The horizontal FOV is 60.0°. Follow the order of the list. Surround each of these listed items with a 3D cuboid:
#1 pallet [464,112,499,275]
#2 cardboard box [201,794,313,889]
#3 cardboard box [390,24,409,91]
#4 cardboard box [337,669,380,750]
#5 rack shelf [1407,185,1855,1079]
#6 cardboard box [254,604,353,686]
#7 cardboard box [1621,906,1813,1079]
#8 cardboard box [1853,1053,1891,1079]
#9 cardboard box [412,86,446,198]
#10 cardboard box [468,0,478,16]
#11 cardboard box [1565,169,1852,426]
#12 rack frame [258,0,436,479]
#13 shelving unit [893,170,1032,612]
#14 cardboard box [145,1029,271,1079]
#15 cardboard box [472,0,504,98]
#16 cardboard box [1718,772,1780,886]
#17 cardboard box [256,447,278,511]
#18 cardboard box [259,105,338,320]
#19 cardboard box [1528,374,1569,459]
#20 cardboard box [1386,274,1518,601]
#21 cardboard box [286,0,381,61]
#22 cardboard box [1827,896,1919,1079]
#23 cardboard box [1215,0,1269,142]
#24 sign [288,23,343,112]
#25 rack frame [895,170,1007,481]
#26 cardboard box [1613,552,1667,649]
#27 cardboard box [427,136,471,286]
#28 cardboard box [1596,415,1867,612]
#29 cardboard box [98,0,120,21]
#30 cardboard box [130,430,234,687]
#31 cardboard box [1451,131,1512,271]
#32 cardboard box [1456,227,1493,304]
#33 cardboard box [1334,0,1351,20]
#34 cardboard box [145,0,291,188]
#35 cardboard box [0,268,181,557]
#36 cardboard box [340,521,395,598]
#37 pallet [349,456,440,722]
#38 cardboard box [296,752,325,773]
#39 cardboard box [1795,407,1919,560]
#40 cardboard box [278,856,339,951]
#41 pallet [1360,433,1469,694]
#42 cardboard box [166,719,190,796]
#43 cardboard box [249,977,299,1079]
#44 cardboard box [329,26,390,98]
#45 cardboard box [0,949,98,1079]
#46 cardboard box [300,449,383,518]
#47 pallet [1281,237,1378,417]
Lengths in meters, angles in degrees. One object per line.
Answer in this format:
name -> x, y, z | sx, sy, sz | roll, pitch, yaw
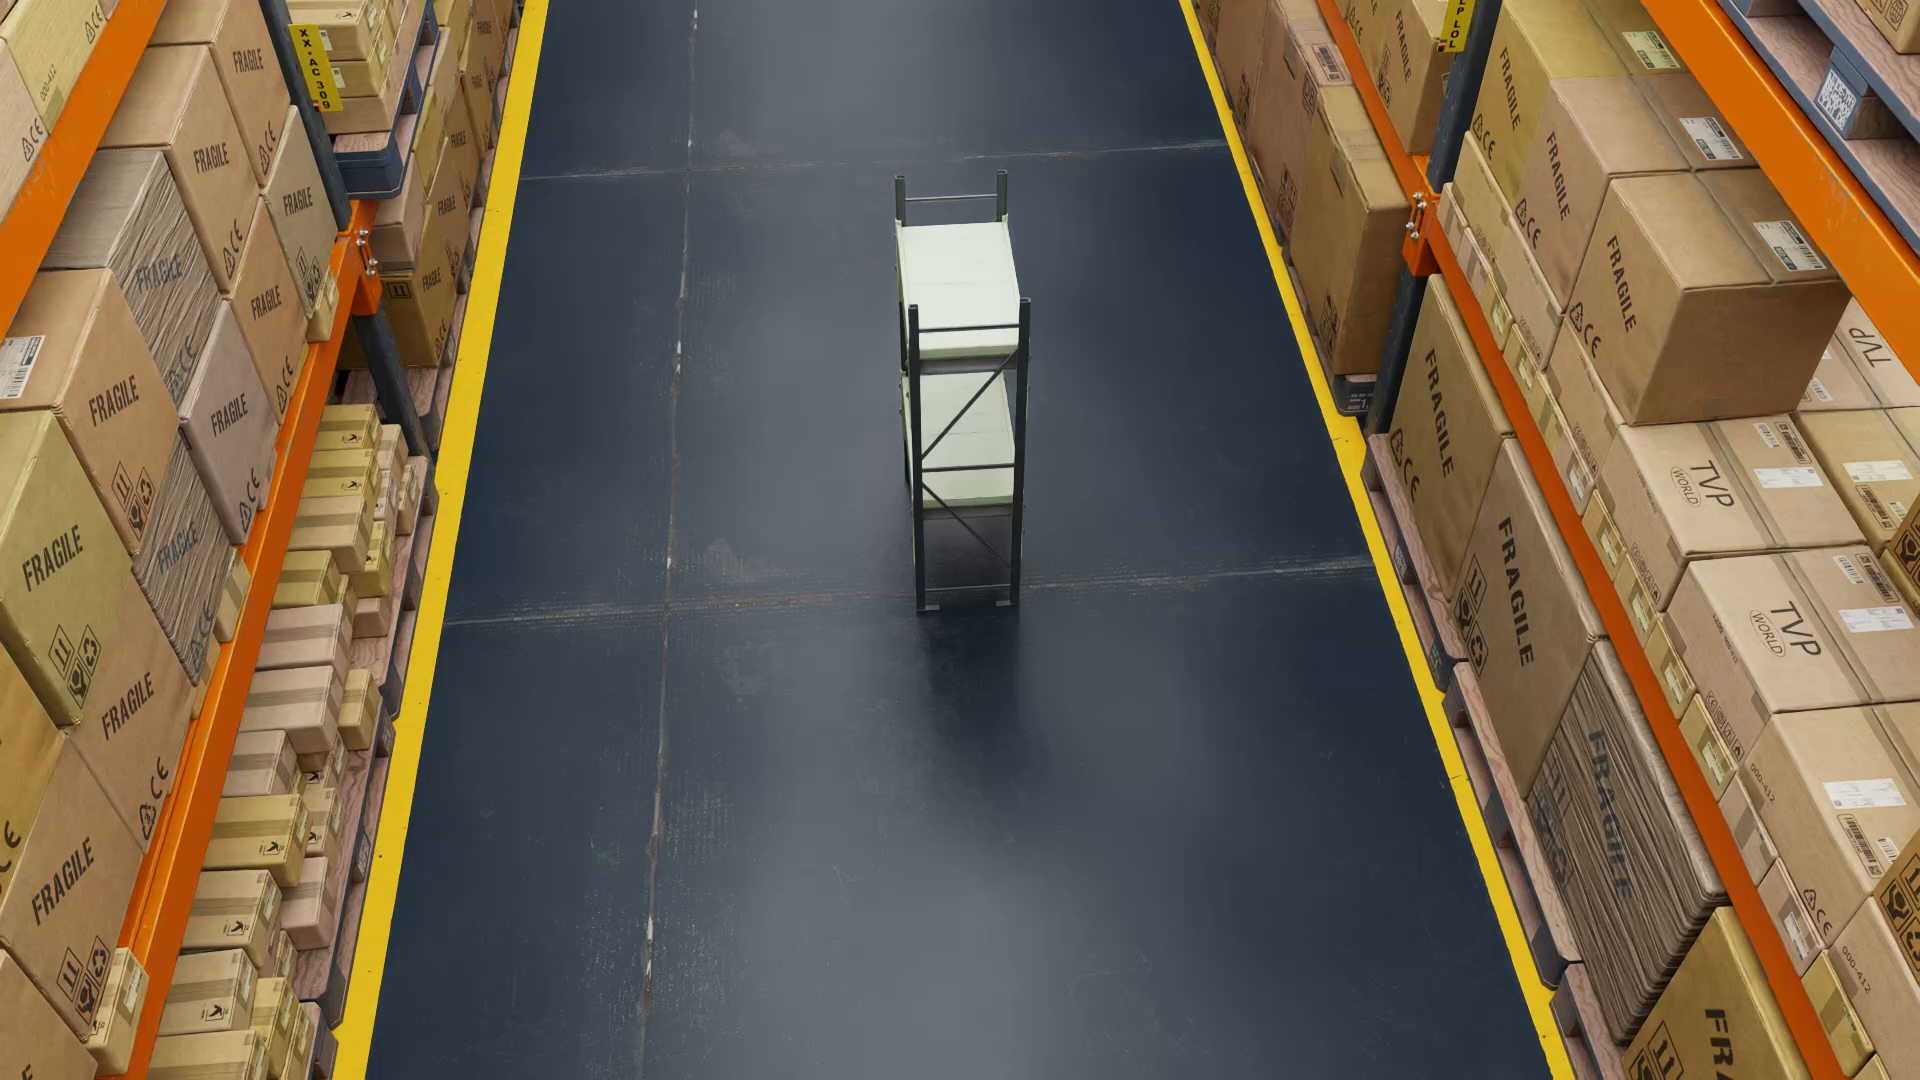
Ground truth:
pallet -> -2.879, -1.737, 8.250 | 1.003, 0.211, 1.213 | -3, 47, -3
cardboard box -> -2.207, 0.927, 5.071 | 0.380, 0.149, 0.250 | -3, 47, -3
cardboard box -> -2.311, -1.819, 6.291 | 0.380, 0.149, 0.250 | -3, 47, -3
cardboard box -> -2.248, 0.600, 5.790 | 0.380, 0.149, 0.250 | -4, 47, -3
rack shelf -> 2.411, 0.218, 4.973 | 1.077, 0.370, 4.000 | -3, 47, -3
cardboard box -> -2.270, 0.370, 5.598 | 0.380, 0.149, 0.250 | -6, 47, -5
cardboard box -> 2.446, 1.546, 4.394 | 0.875, 0.875, 0.875 | -3, 47, -3
cardboard box -> 2.221, 1.266, 3.658 | 0.380, 0.149, 0.250 | -3, 47, -3
cardboard box -> -2.553, -1.727, 7.235 | 0.500, 0.250, 0.500 | -2, 47, -2
cardboard box -> -2.670, -2.841, 8.291 | 0.500, 0.250, 0.500 | -3, 47, -3
cardboard box -> 2.111, -0.690, 4.719 | 0.500, 0.500, 0.500 | -5, 47, -5
rack frame -> -2.707, -1.248, 5.866 | 1.000, 3.000, 0.127 | -3, 47, -3
shelving unit -> -0.001, -0.521, 6.210 | 0.431, 1.500, 0.755 | -3, 47, -3
cardboard box -> -2.114, 1.495, 4.532 | 0.380, 0.149, 0.250 | -4, 47, -3
cardboard box -> -2.687, -2.591, 8.570 | 0.500, 0.500, 0.500 | -2, 47, -2
cardboard box -> 2.157, 0.715, 4.180 | 0.380, 0.149, 0.250 | -3, 47, -3
cardboard box -> -2.307, -0.210, 5.056 | 0.380, 0.149, 0.250 | -5, 47, -5
cardboard box -> -2.385, -1.052, 5.407 | 0.500, 0.500, 0.500 | -3, 47, -3
cardboard box -> 2.027, -0.400, 5.236 | 0.380, 0.149, 0.250 | -4, 47, -4
cardboard box -> 2.219, -0.408, 6.244 | 0.875, 0.875, 0.875 | -3, 47, -3
cardboard box -> -2.282, -1.824, 5.885 | 0.380, 0.149, 0.250 | -1, 47, -1
cardboard box -> 2.274, 1.032, 3.605 | 0.500, 0.250, 0.500 | -4, 47, -4
cardboard box -> 2.013, -2.638, 8.357 | 1.225, 0.875, 0.875 | -3, 47, -3
sign -> -2.167, -1.584, 5.588 | 0.100, 0.325, 0.005 | -3, 47, -3
rack frame -> -0.031, -0.785, 6.461 | 0.400, 1.500, 0.023 | -3, 47, -3
cardboard box -> 2.093, 0.160, 4.705 | 0.380, 0.149, 0.250 | -3, 47, -3
cardboard box -> -2.551, -1.466, 7.505 | 0.500, 0.500, 0.500 | -2, 47, -1
cardboard box -> 2.141, -0.079, 4.658 | 0.500, 0.250, 0.500 | -3, 47, -3
cardboard box -> -2.367, -1.527, 4.168 | 0.500, 0.250, 0.500 | -4, 47, -3
cardboard box -> -2.282, 0.058, 4.355 | 0.500, 0.500, 0.500 | -5, 47, -4
cardboard box -> 2.022, -1.171, 5.692 | 0.500, 0.250, 0.500 | -4, 47, -4
cardboard box -> 1.959, -0.966, 5.772 | 0.380, 0.149, 0.250 | -5, 47, -5
cardboard box -> 1.847, -2.569, 7.048 | 0.500, 0.500, 0.500 | -4, 47, -4
cardboard box -> -2.398, -1.405, 5.052 | 0.500, 0.500, 0.500 | -5, 47, -5
cardboard box -> -2.261, -0.286, 3.993 | 0.500, 0.500, 0.500 | -5, 47, -5
cardboard box -> -2.289, 0.082, 6.076 | 0.380, 0.149, 0.250 | -5, 47, -5
pallet -> -2.616, 0.195, 6.420 | 1.003, 0.211, 1.213 | -3, 47, -3
cardboard box -> -2.322, 0.648, 5.540 | 0.380, 0.149, 0.250 | -5, 47, -5
cardboard box -> 2.670, -0.113, 4.690 | 0.500, 0.250, 0.500 | -4, 47, -4
cardboard box -> -2.191, 1.164, 5.256 | 0.380, 0.149, 0.250 | -6, 47, -5
pallet -> 2.230, 0.037, 6.569 | 1.003, 0.211, 1.213 | -3, 47, -3
cardboard box -> -2.253, 0.541, 4.344 | 0.380, 0.149, 0.250 | -4, 47, -4
cardboard box -> -2.149, 1.419, 4.809 | 0.380, 0.149, 0.250 | -2, 47, -2
cardboard box -> -2.282, -1.721, 5.993 | 0.380, 0.149, 0.250 | -3, 47, -3
cardboard box -> -2.134, 1.168, 3.304 | 0.500, 0.500, 0.500 | -1, 47, -1
cardboard box -> -2.357, -0.193, 6.131 | 0.380, 0.149, 0.250 | -3, 47, -3
pallet -> 2.104, -1.071, 7.619 | 1.003, 0.211, 1.213 | -3, 47, -3
